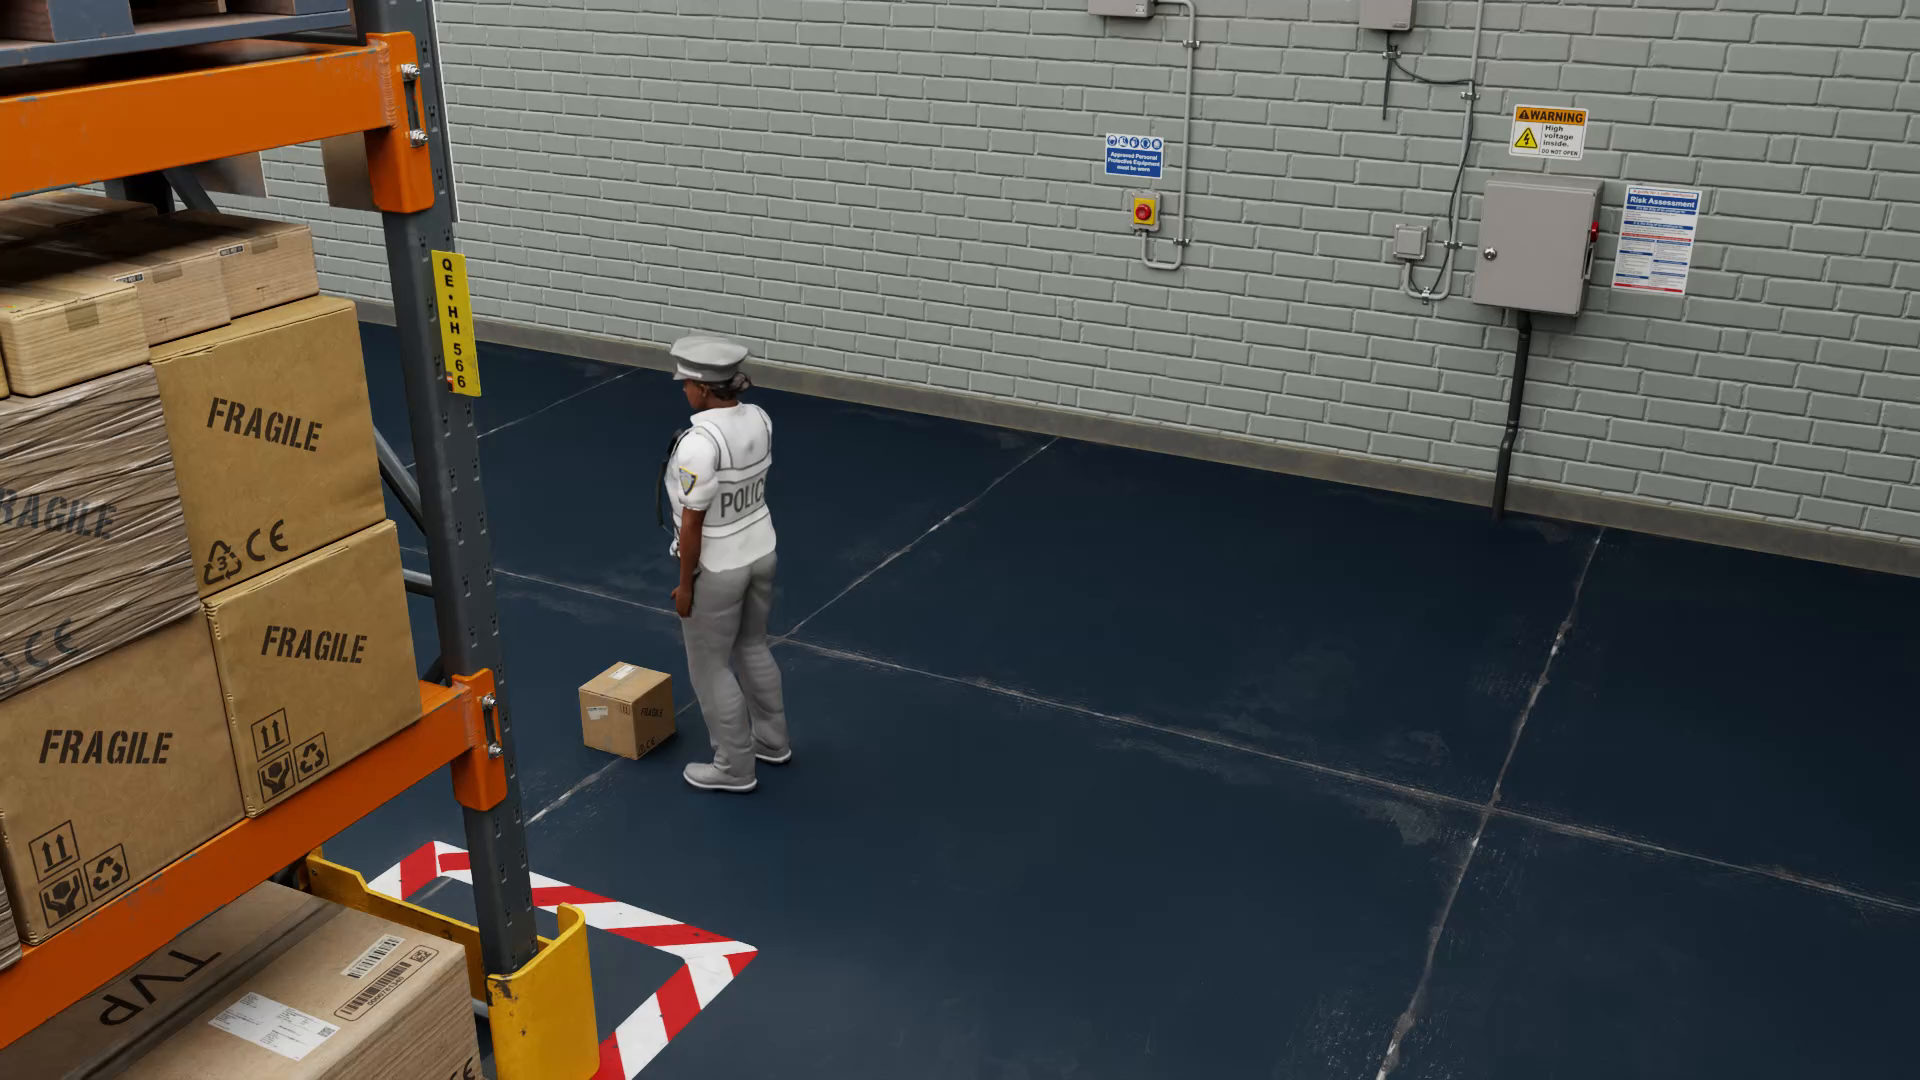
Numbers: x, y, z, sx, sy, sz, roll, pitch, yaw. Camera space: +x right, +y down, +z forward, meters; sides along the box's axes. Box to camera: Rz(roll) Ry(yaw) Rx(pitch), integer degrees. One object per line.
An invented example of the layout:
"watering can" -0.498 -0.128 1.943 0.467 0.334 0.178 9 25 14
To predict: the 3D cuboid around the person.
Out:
"person" -0.841 0.100 5.868 0.341 1.659 0.438 12 26 26
